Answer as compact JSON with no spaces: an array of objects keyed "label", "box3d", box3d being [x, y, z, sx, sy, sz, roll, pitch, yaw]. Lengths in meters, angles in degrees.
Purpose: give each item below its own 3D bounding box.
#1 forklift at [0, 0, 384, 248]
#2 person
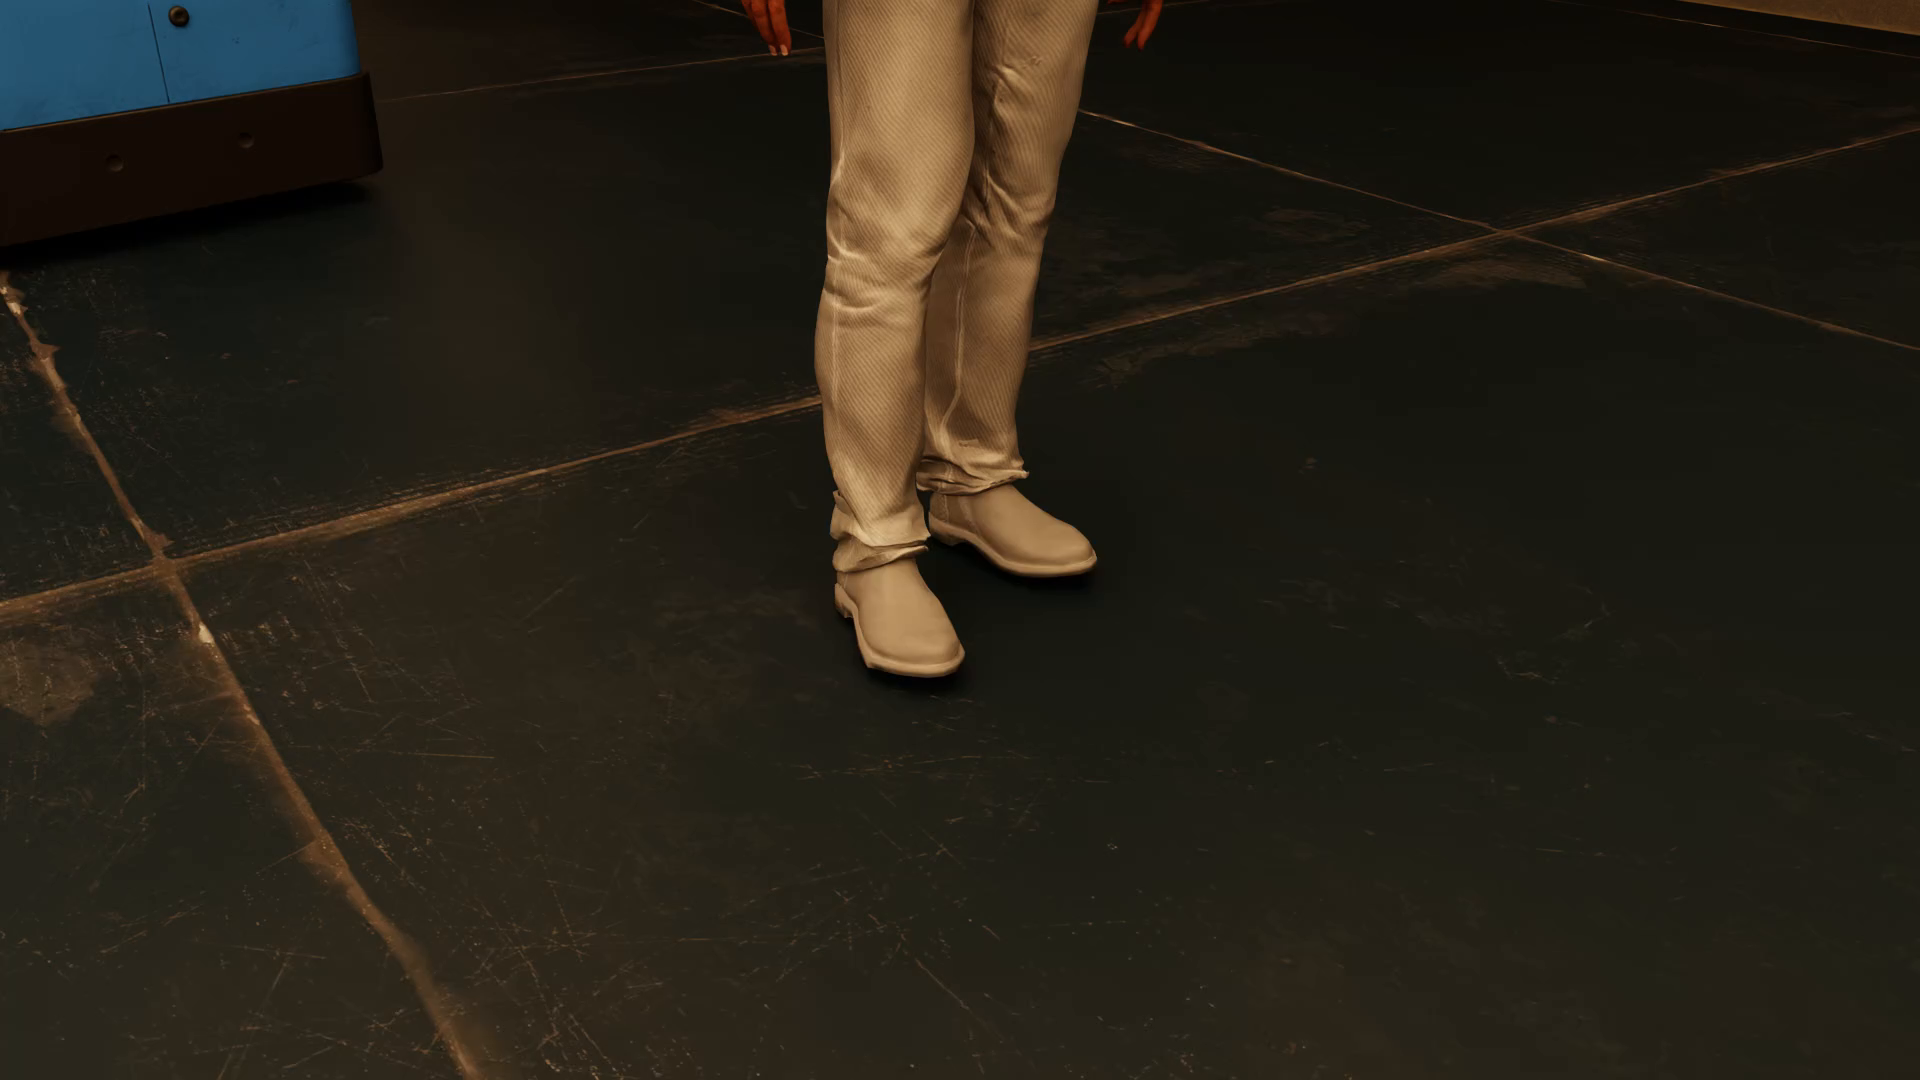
[{"label":"forklift","box3d":[-2.873,-2.485,4.185,3.031,2.935,1.130,23,35,38]},{"label":"person","box3d":[0.034,-0.766,2.048,0.664,1.759,0.577,-17,31,-31]}]
